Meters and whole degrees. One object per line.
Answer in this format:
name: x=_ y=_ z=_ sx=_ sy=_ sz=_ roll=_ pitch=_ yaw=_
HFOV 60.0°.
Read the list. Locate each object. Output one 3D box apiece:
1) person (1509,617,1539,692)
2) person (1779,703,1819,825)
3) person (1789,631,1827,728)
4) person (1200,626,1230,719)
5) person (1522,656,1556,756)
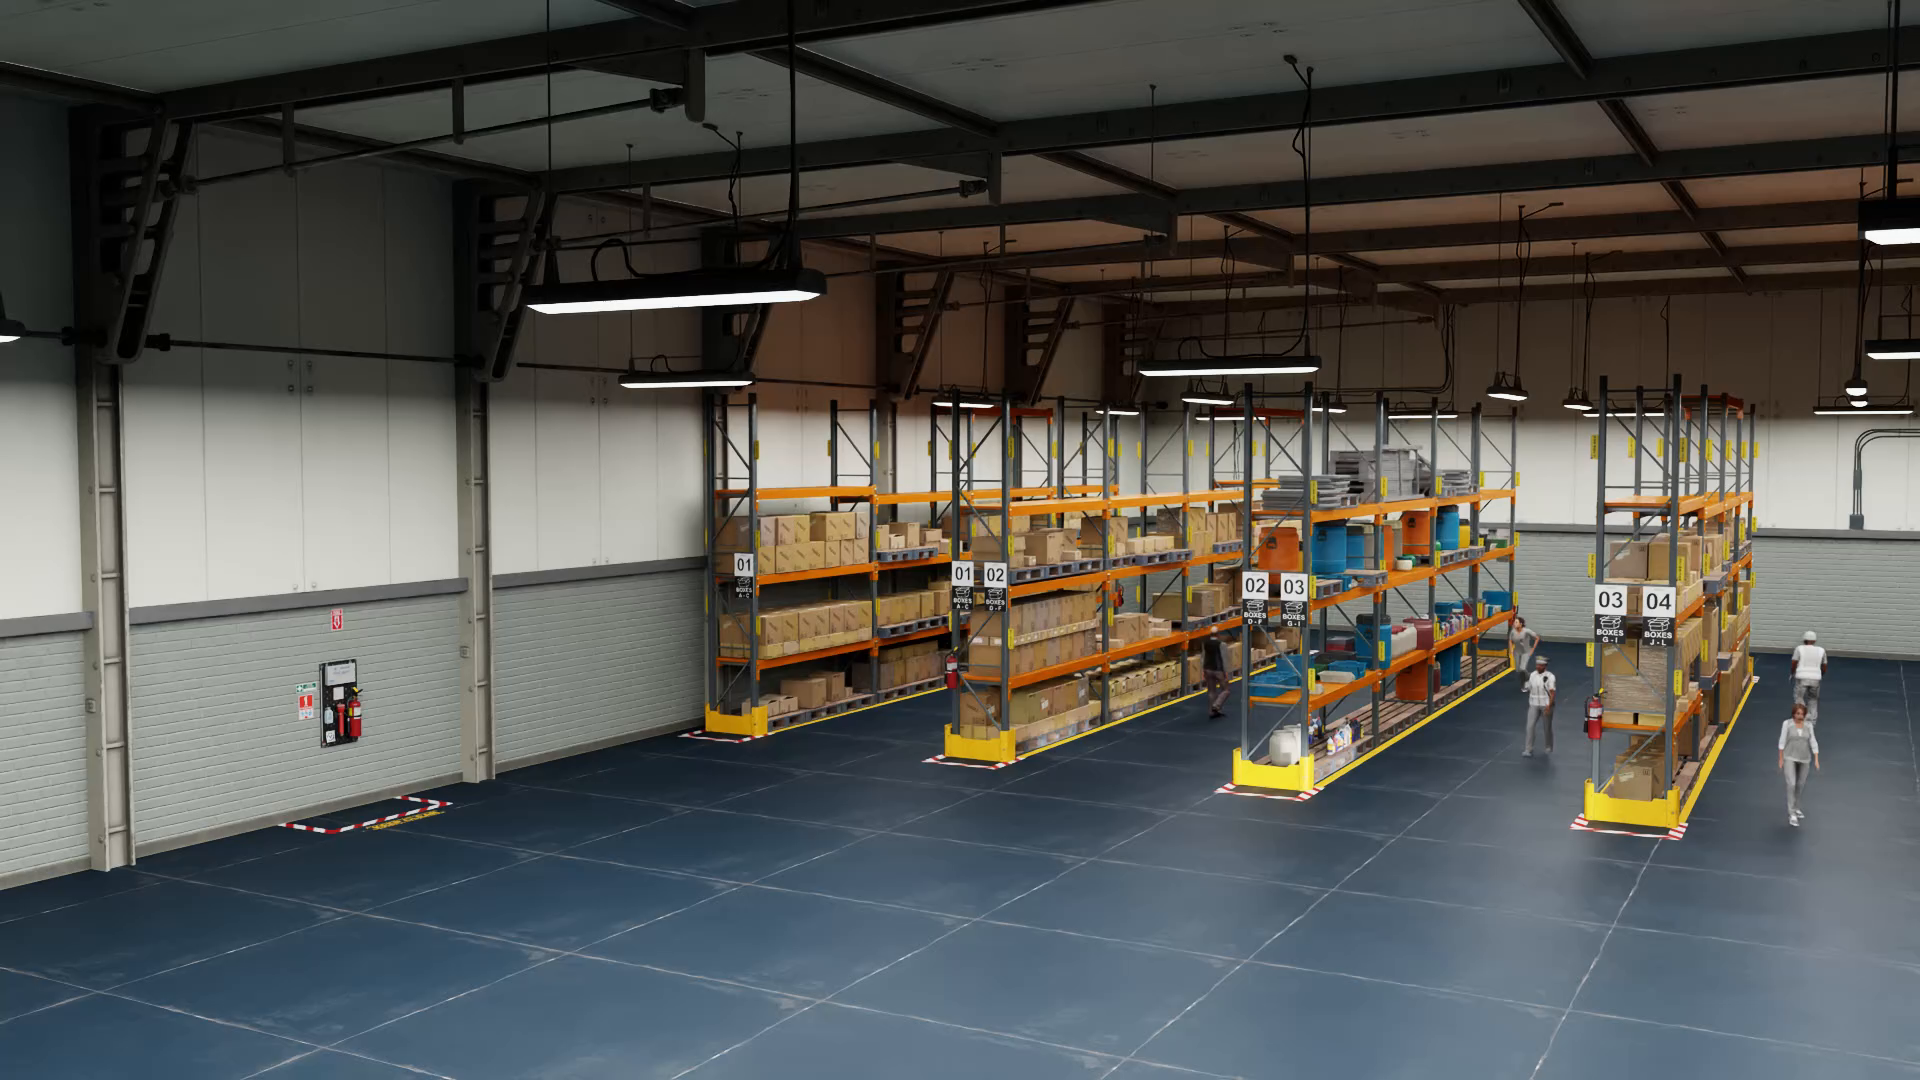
person: x=11.654 y=2.361 z=34.329 sx=0.615 sy=1.580 sz=0.681 roll=2 pitch=4 yaw=38
person: x=11.300 y=3.000 z=22.415 sx=0.459 sy=1.608 sz=0.618 roll=1 pitch=3 yaw=10
person: x=15.285 y=2.523 z=29.911 sx=0.625 sy=1.730 sz=0.749 roll=1 pitch=3 yaw=13
person: x=4.740 y=2.471 z=31.000 sx=0.571 sy=1.721 sz=0.506 roll=2 pitch=4 yaw=34
person: x=9.447 y=2.701 z=27.065 sx=0.457 sy=1.633 sz=0.962 roll=2 pitch=4 yaw=36
